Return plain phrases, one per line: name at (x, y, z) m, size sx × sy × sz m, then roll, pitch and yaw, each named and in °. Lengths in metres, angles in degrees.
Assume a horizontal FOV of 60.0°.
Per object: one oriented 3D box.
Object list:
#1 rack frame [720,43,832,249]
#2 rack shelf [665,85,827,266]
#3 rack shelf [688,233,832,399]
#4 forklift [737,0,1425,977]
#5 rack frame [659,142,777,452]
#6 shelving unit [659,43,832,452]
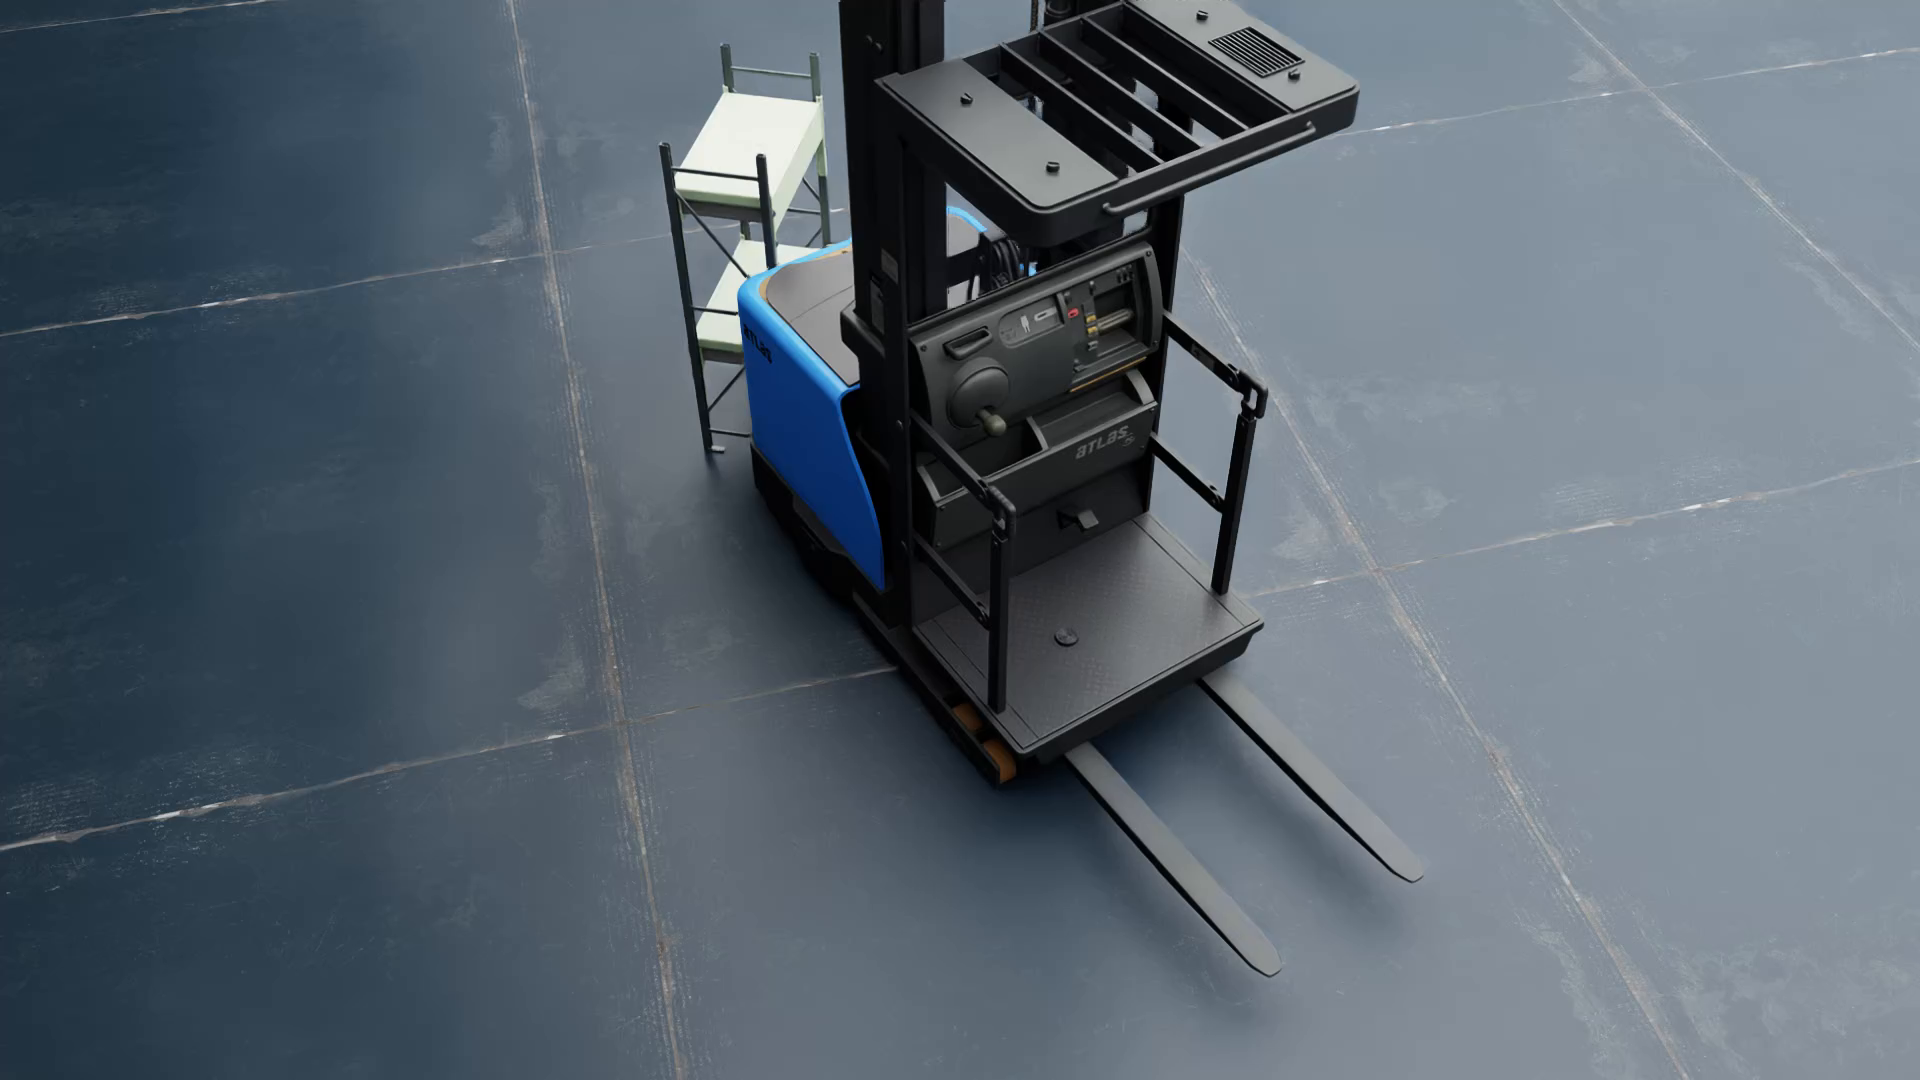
rack frame at (-0.750, -1.406, 7.077) m, size 0.400 × 1.500 × 0.023 m, roll 8°, pitch 46°, yaw 8°
rack shelf at (-0.825, -1.423, 6.548) m, size 0.431 × 0.370 × 0.720 m, roll 8°, pitch 46°, yaw 8°
rack shelf at (-0.825, -0.922, 7.059) m, size 0.431 × 0.370 × 0.720 m, roll 8°, pitch 46°, yaw 8°
forklift at (0.388, -0.554, 5.241) m, size 1.130 × 2.935 × 3.031 m, roll -26°, pitch 51°, yaw -23°
rack frame at (-0.900, -0.894, 6.576) m, size 0.400 × 1.500 × 0.023 m, roll 8°, pitch 46°, yaw 8°
shelving unit at (-0.825, -1.150, 6.827) m, size 0.431 × 1.500 × 0.755 m, roll 8°, pitch 46°, yaw 8°
